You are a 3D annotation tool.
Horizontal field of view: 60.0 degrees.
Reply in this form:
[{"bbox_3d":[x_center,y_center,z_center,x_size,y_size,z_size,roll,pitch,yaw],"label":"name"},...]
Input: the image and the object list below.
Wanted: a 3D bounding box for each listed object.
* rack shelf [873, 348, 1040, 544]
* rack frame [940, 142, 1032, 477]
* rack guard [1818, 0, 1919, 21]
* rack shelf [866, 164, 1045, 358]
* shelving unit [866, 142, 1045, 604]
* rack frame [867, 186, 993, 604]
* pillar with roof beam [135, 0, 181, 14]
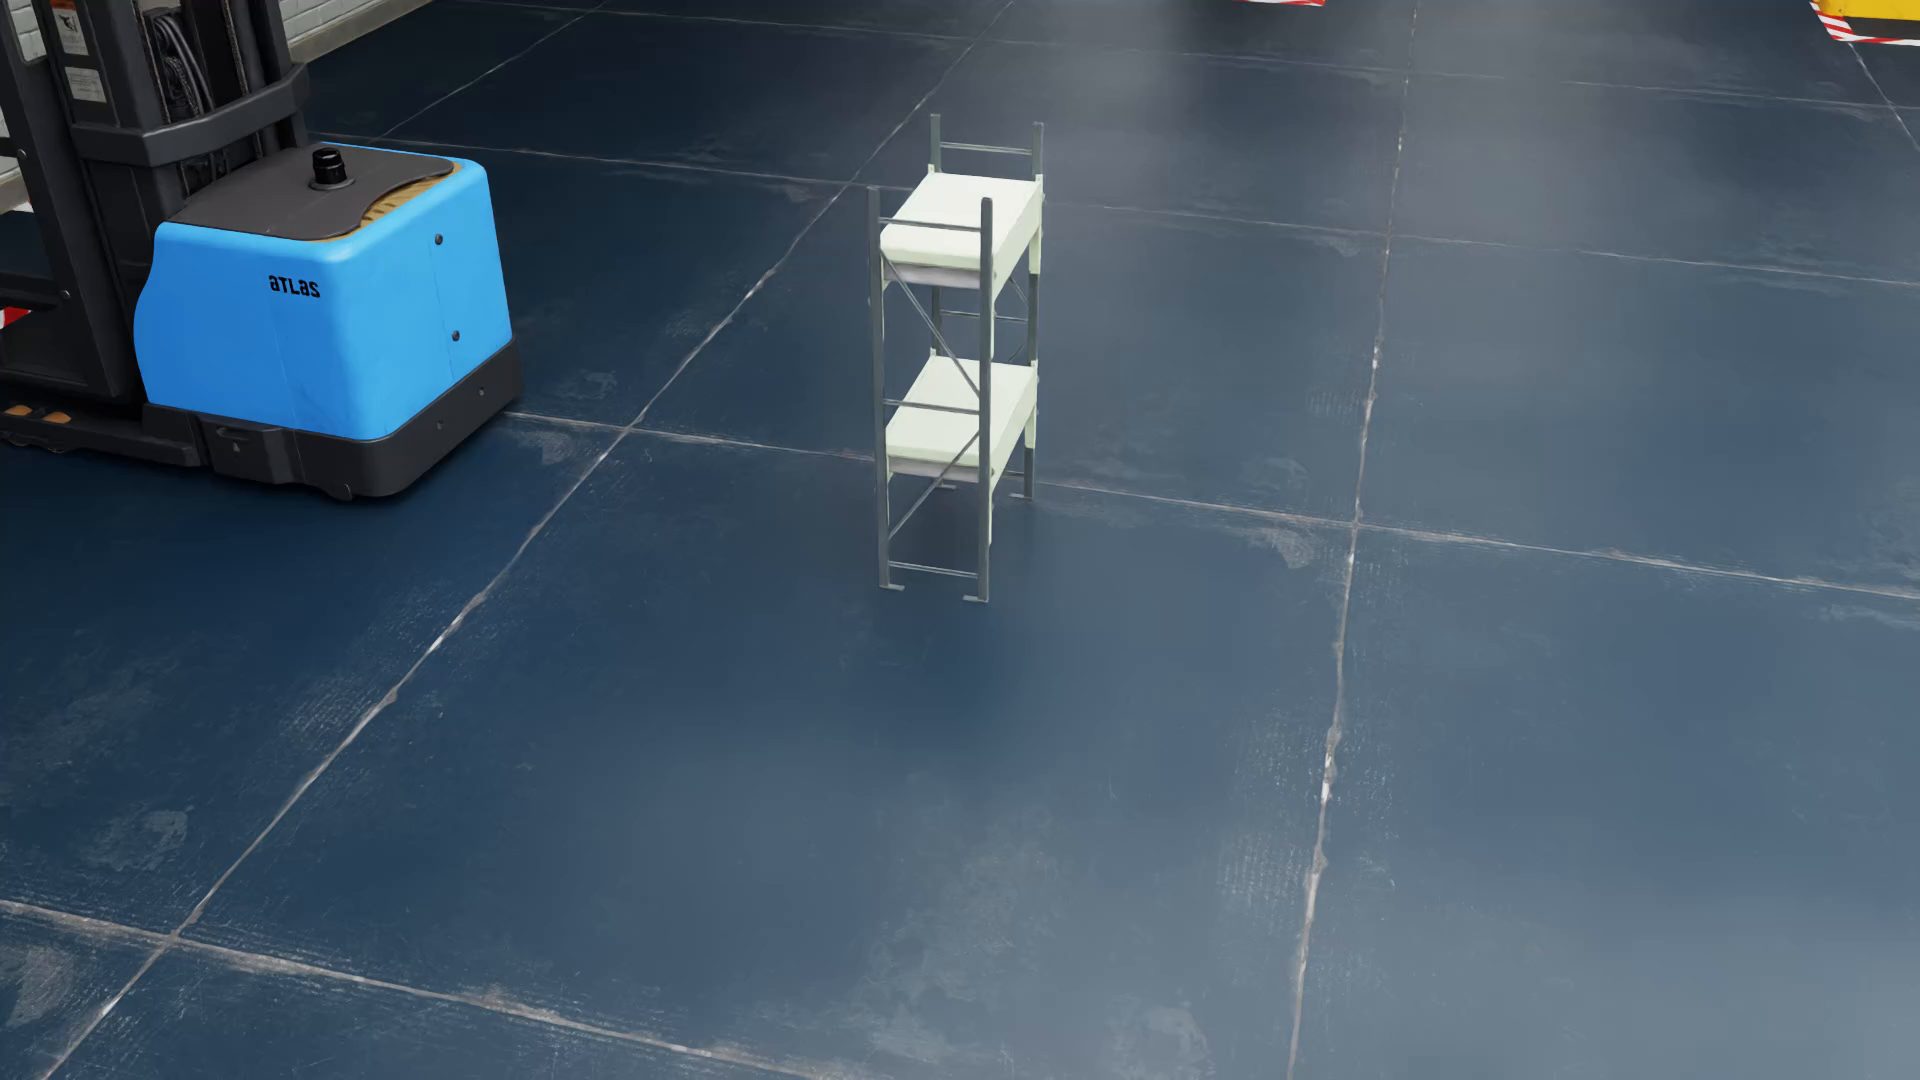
[{"bbox_3d":[-0.002,-0.354,6.017,0.431,0.370,0.720,8,33,12],"label":"rack shelf"},{"bbox_3d":[0.092,-0.819,6.141,0.380,1.308,0.010,8,33,12],"label":"rack frame"},{"bbox_3d":[7.060,-4.137,12.291,1.175,0.500,0.348,8,33,12],"label":"rack guard"},{"bbox_3d":[-0.002,-0.959,5.633,0.431,0.370,0.720,8,33,12],"label":"rack shelf"},{"bbox_3d":[-0.003,-0.628,5.839,0.431,1.500,0.748,8,33,12],"label":"shelving unit"},{"bbox_3d":[-0.095,-0.440,5.543,0.400,1.500,0.023,8,33,12],"label":"rack frame"},{"bbox_3d":[-0.514,-5.808,6.998,9.100,9.000,0.400,8,33,12],"label":"pillar with roof beam"}]
